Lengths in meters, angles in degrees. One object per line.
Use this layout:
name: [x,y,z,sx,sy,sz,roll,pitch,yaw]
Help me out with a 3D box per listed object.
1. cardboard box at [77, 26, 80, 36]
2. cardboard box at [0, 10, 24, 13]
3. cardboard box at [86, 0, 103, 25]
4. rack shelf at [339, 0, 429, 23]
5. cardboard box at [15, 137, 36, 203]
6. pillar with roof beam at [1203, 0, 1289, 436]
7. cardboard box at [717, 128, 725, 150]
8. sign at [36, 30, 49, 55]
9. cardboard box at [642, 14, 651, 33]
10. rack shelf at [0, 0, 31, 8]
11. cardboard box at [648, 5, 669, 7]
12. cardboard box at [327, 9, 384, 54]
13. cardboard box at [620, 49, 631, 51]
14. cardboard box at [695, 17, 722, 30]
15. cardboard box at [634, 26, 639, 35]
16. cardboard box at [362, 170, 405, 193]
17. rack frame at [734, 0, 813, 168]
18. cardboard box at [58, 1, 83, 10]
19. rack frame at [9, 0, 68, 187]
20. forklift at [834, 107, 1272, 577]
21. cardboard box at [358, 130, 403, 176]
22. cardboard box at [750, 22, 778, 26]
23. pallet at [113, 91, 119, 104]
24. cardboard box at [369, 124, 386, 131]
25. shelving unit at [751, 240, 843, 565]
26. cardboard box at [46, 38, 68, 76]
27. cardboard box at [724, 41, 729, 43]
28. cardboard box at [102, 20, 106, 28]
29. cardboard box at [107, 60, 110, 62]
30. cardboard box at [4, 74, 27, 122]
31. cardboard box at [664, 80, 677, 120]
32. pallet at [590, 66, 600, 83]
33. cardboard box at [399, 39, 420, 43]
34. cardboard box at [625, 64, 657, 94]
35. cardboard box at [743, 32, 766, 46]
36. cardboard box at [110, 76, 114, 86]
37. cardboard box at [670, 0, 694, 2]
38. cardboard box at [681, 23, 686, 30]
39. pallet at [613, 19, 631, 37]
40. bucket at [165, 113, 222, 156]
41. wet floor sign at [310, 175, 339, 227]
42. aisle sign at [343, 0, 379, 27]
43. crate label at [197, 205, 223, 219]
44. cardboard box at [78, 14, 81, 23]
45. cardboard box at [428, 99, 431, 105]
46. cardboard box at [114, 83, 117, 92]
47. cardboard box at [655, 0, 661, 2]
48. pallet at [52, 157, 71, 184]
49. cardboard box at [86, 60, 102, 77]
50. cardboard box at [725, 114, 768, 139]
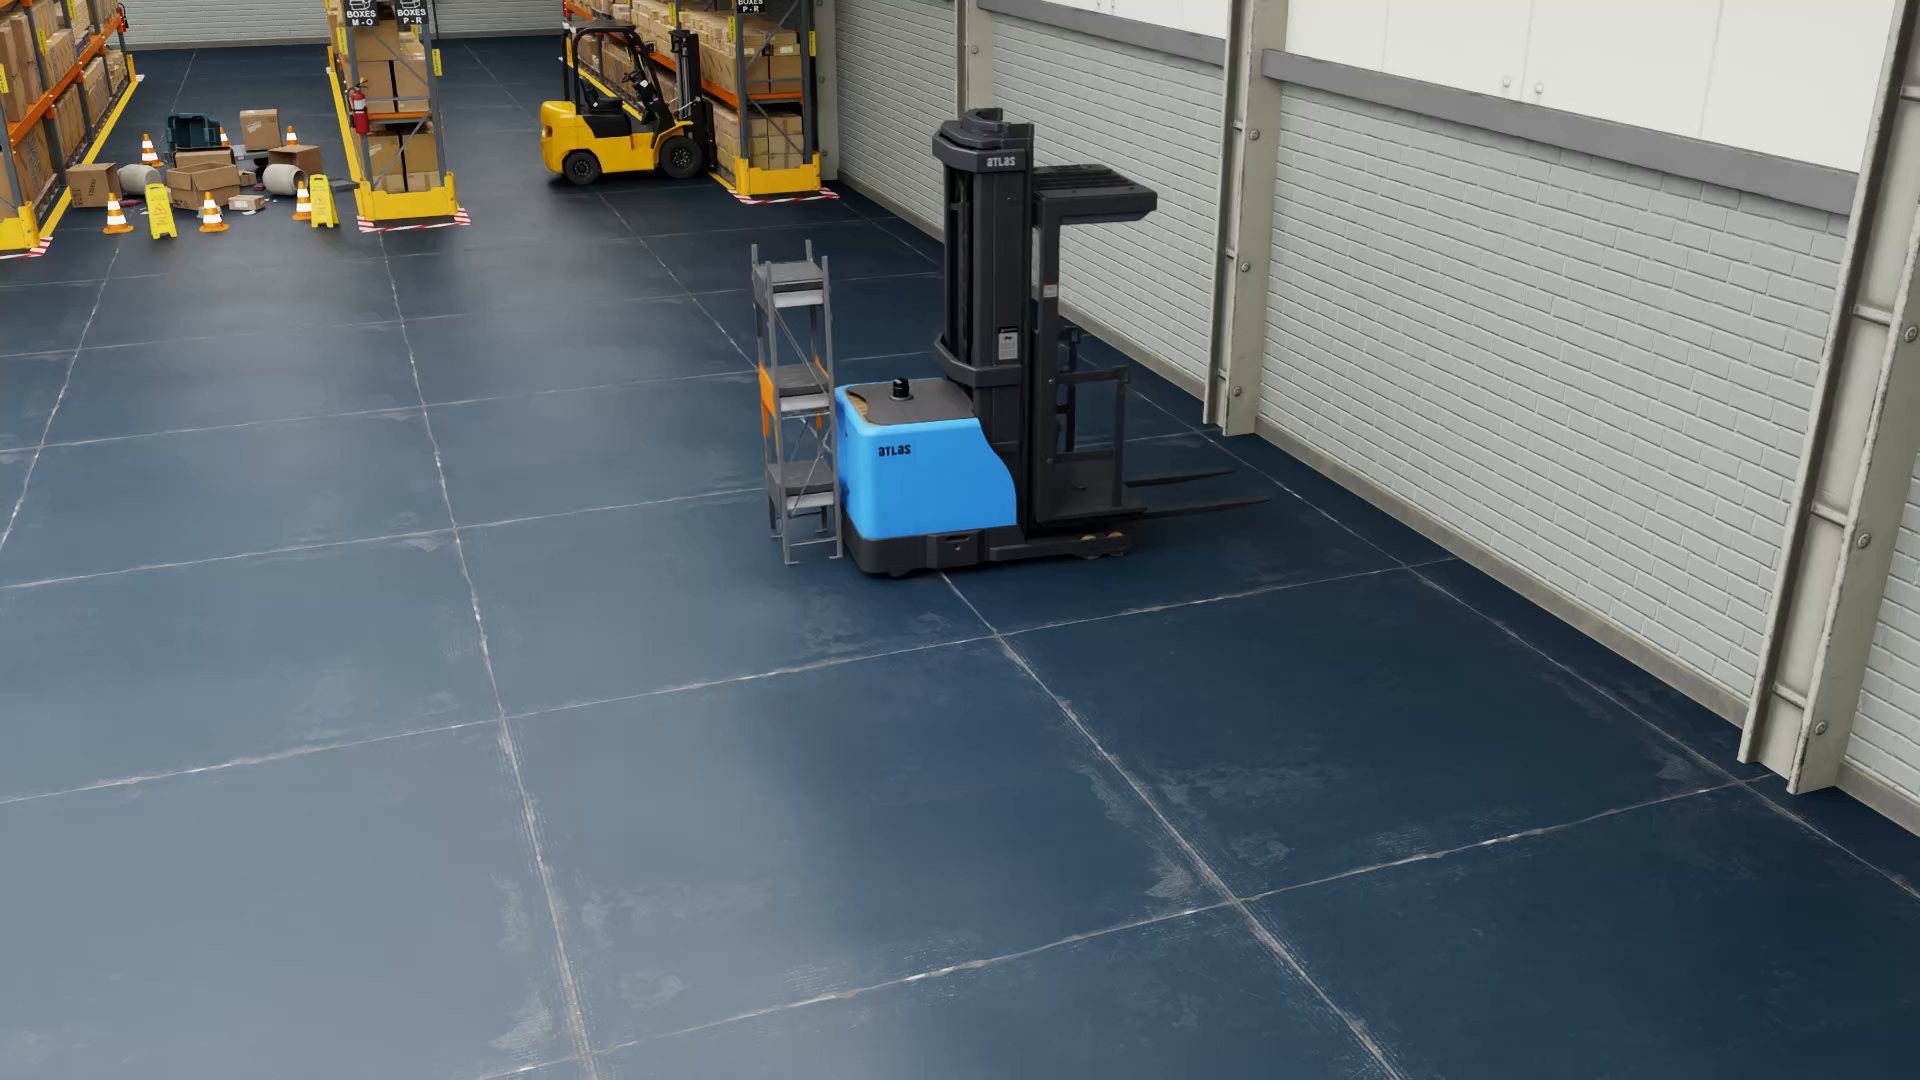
cardboard box: [-15.064,-8.575,28.017,0.380,0.149,0.250,-8,24,-18]
cardboard box: [-13.576,-7.246,23.662,0.700,0.500,0.500,-9,24,-20]
cardboard box: [-15.977,-9.677,30.336,0.500,0.500,0.500,-9,24,-20]
rack shelf: [-7.910,-7.412,22.539,1.077,0.370,4.000,-8,24,-19]
cardboard box: [-12.413,-4.690,21.211,0.875,0.875,0.875,-9,24,-20]
pillar with roof beam: [-1.752,-4.508,10.859,9.100,9.000,0.400,-8,24,-19]
cardboard box: [-3.192,-5.792,23.986,0.500,0.250,0.500,-9,24,-20]
sign: [-12.693,-6.885,23.006,0.100,0.325,0.005,-8,24,-19]
cardboard box: [-5.115,-8.816,28.354,0.500,0.250,0.500,-9,24,-20]
rack shelf: [-12.505,-6.697,20.840,1.077,0.370,4.000,-8,24,-19]
cardboard box: [-5.119,-9.046,28.386,0.380,0.149,0.250,-8,24,-18]
cardboard box: [-8.036,-6.791,22.200,0.700,0.500,0.500,-9,24,-20]
cardboard box: [-6.280,-9.291,31.775,0.380,0.149,0.250,-8,24,-19]
cardboard box: [-3.752,-7.724,24.867,0.380,0.149,0.250,-9,24,-20]
cardboard box: [-5.459,-8.960,29.340,0.500,0.250,0.500,-8,24,-19]
cardboard box: [-7.749,-4.827,22.340,0.500,0.250,0.500,-8,24,-19]
rack frame: [-2.561,-6.317,22.876,1.000,3.000,0.127,-8,24,-19]
cardboard box: [-15.528,-9.320,29.018,0.380,0.149,0.250,-9,25,-21]
rack frame: [-13.211,-6.372,23.007,1.000,3.000,0.127,-8,24,-19]
forklift: [0.680,-1.406,11.313,3.031,2.935,1.130,-6,24,-14]
cardboard box: [-7.730,-5.162,22.170,0.500,0.500,0.500,-8,24,-19]
cardboard box: [-2.838,-7.438,24.188,0.380,0.149,0.250,-9,24,-20]
pallet: [-16.308,-8.233,31.013,1.003,0.211,1.213,-8,24,-19]
cardboard box: [-7.923,-5.585,22.339,0.380,0.149,0.250,-8,24,-17]
shelving unit: [-1.091,-0.913,11.202,0.431,2.100,0.503,-8,24,-15]
cardboard box: [-13.678,-7.196,24.833,0.500,0.500,0.500,-8,24,-18]
cardboard box: [-3.098,-6.941,23.393,0.380,0.149,0.250,-8,24,-18]
cardboard box: [-16.254,-9.685,31.190,0.380,0.149,0.250,-8,24,-18]
cardboard box: [-16.443,-9.063,31.755,0.380,0.149,0.250,-9,25,-21]
cardboard box: [-12.267,-5.534,20.826,0.875,0.550,0.550,-8,24,-19]
cardboard box: [-4.436,-7.341,27.822,0.875,0.625,0.625,-9,24,-20]
pallet: [-7.042,-9.642,34.355,1.003,0.211,1.213,-8,24,-19]
cardboard box: [-7.851,-6.770,23.439,0.500,0.500,0.500,-8,24,-18]
cardboard box: [-5.905,-8.573,30.906,0.500,0.500,0.500,-9,24,-20]
cardboard box: [-2.885,-6.901,22.913,0.380,0.149,0.250,-8,24,-19]
cardboard box: [-15.866,-8.472,30.735,0.380,0.149,0.250,-7,24,-17]
cardboard box: [-4.886,-9.399,29.224,0.380,0.149,0.250,-8,24,-18]
cardboard box: [-4.107,-7.964,25.819,0.380,0.149,0.250,-9,24,-20]
pallet: [-5.692,-9.372,30.372,1.213,0.211,1.003,-8,24,-19]
bucket: [-11.007,-5.831,23.981,0.726,0.611,0.620,0,13,-1]
wet floor sign: [-8.137,-4.334,21.203,0.267,0.644,0.232,0,23,-1]
aisle sign: [-7.453,-6.771,20.605,0.394,0.787,0.004,-8,24,-19]
crate label: [-9.816,-4.296,21.767,0.298,0.136,0.250,18,29,36]
cardboard box: [-15.243,-8.898,28.399,0.380,0.149,0.250,-8,24,-19]
cardboard box: [-7.250,-5.868,22.135,0.380,0.149,0.250,-9,25,-21]
cardboard box: [-15.960,-8.432,31.024,0.380,0.149,0.250,-8,24,-17]
cardboard box: [-5.423,-9.672,30.167,0.500,0.500,0.500,-7,24,-17]
pallet: [-13.555,-5.358,24.189,1.003,0.211,1.213,-8,24,-19]
cardboard box: [-15.369,-8.242,29.155,0.500,0.250,0.500,-7,24,-16]
cardboard box: [-3.015,-5.829,23.430,0.500,0.250,0.500,-8,24,-17]
